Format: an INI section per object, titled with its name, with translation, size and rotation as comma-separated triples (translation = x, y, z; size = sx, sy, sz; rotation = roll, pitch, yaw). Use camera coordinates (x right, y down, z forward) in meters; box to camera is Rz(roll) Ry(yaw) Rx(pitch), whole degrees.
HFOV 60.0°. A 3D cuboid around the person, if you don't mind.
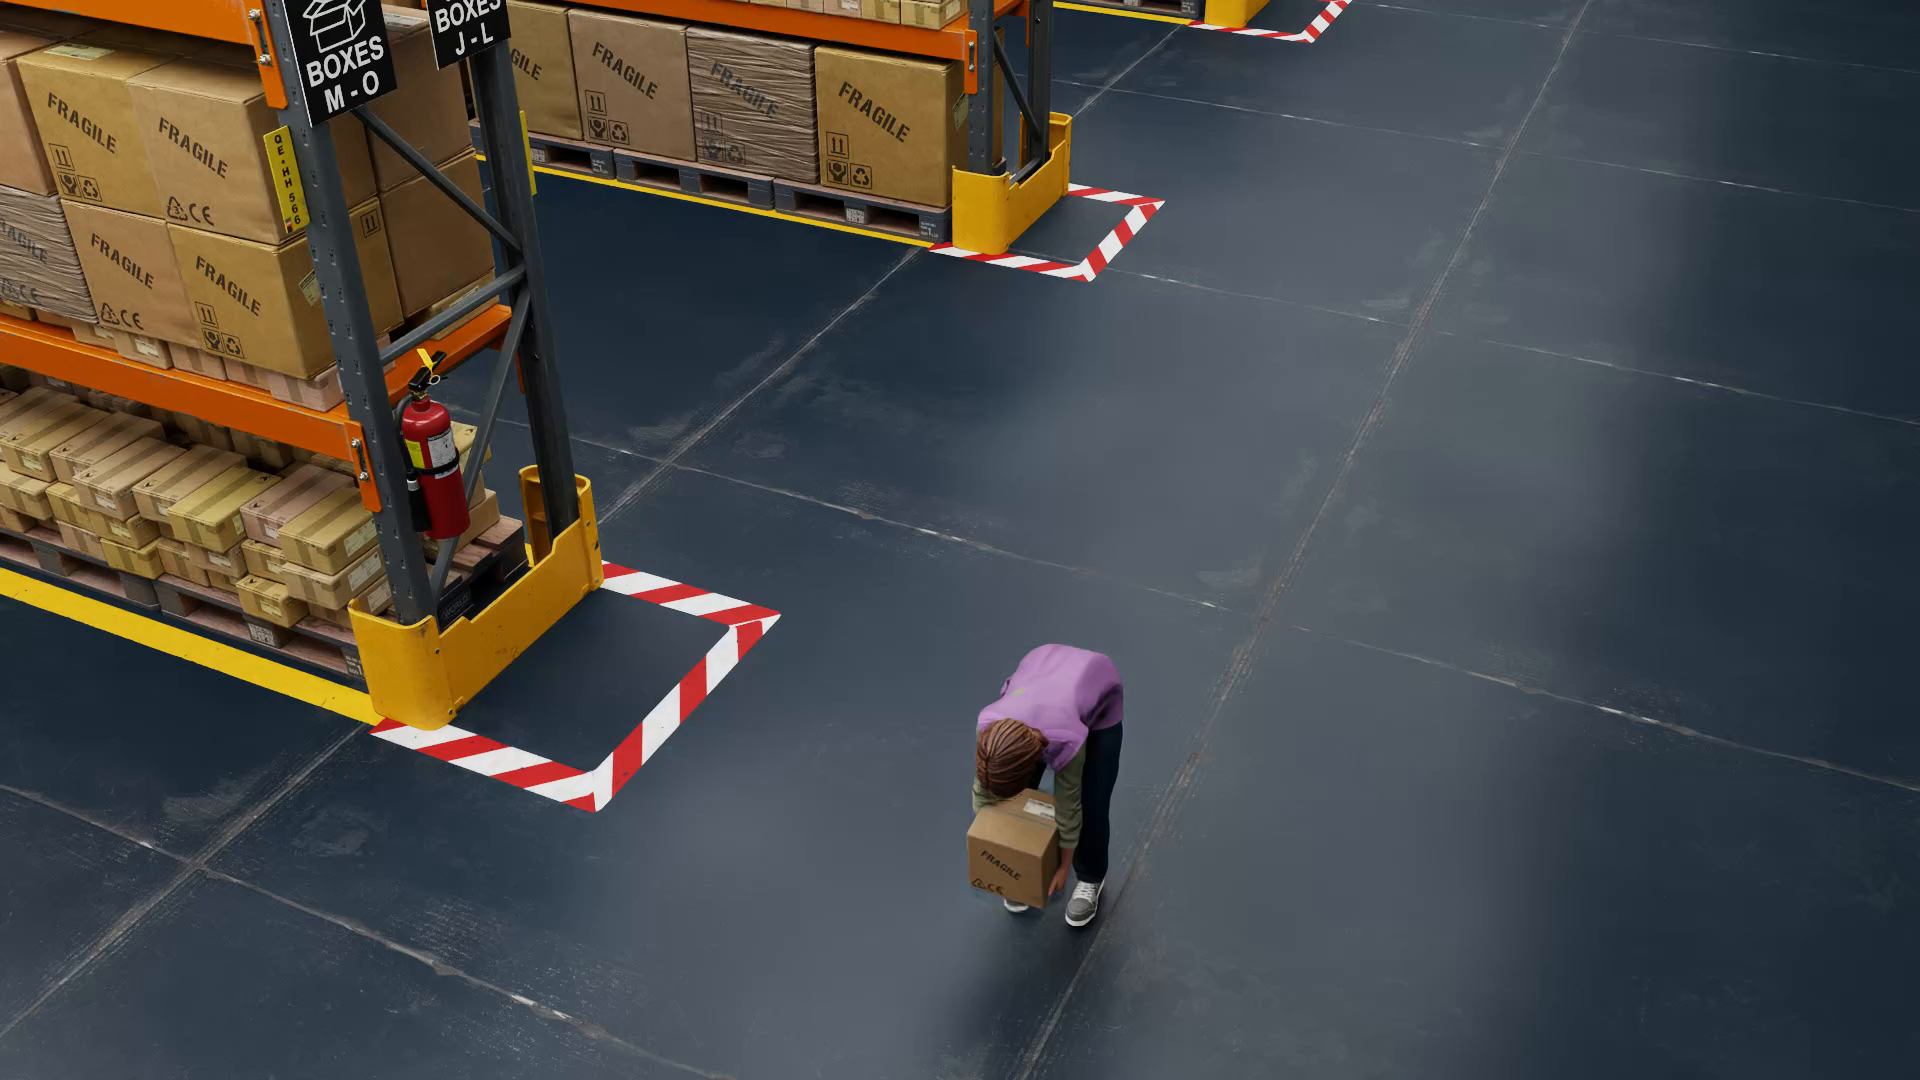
[person]
translation = 0.255, 0.852, 5.307
size = 0.382, 1.138, 0.848
rotation = 14, 36, 19
